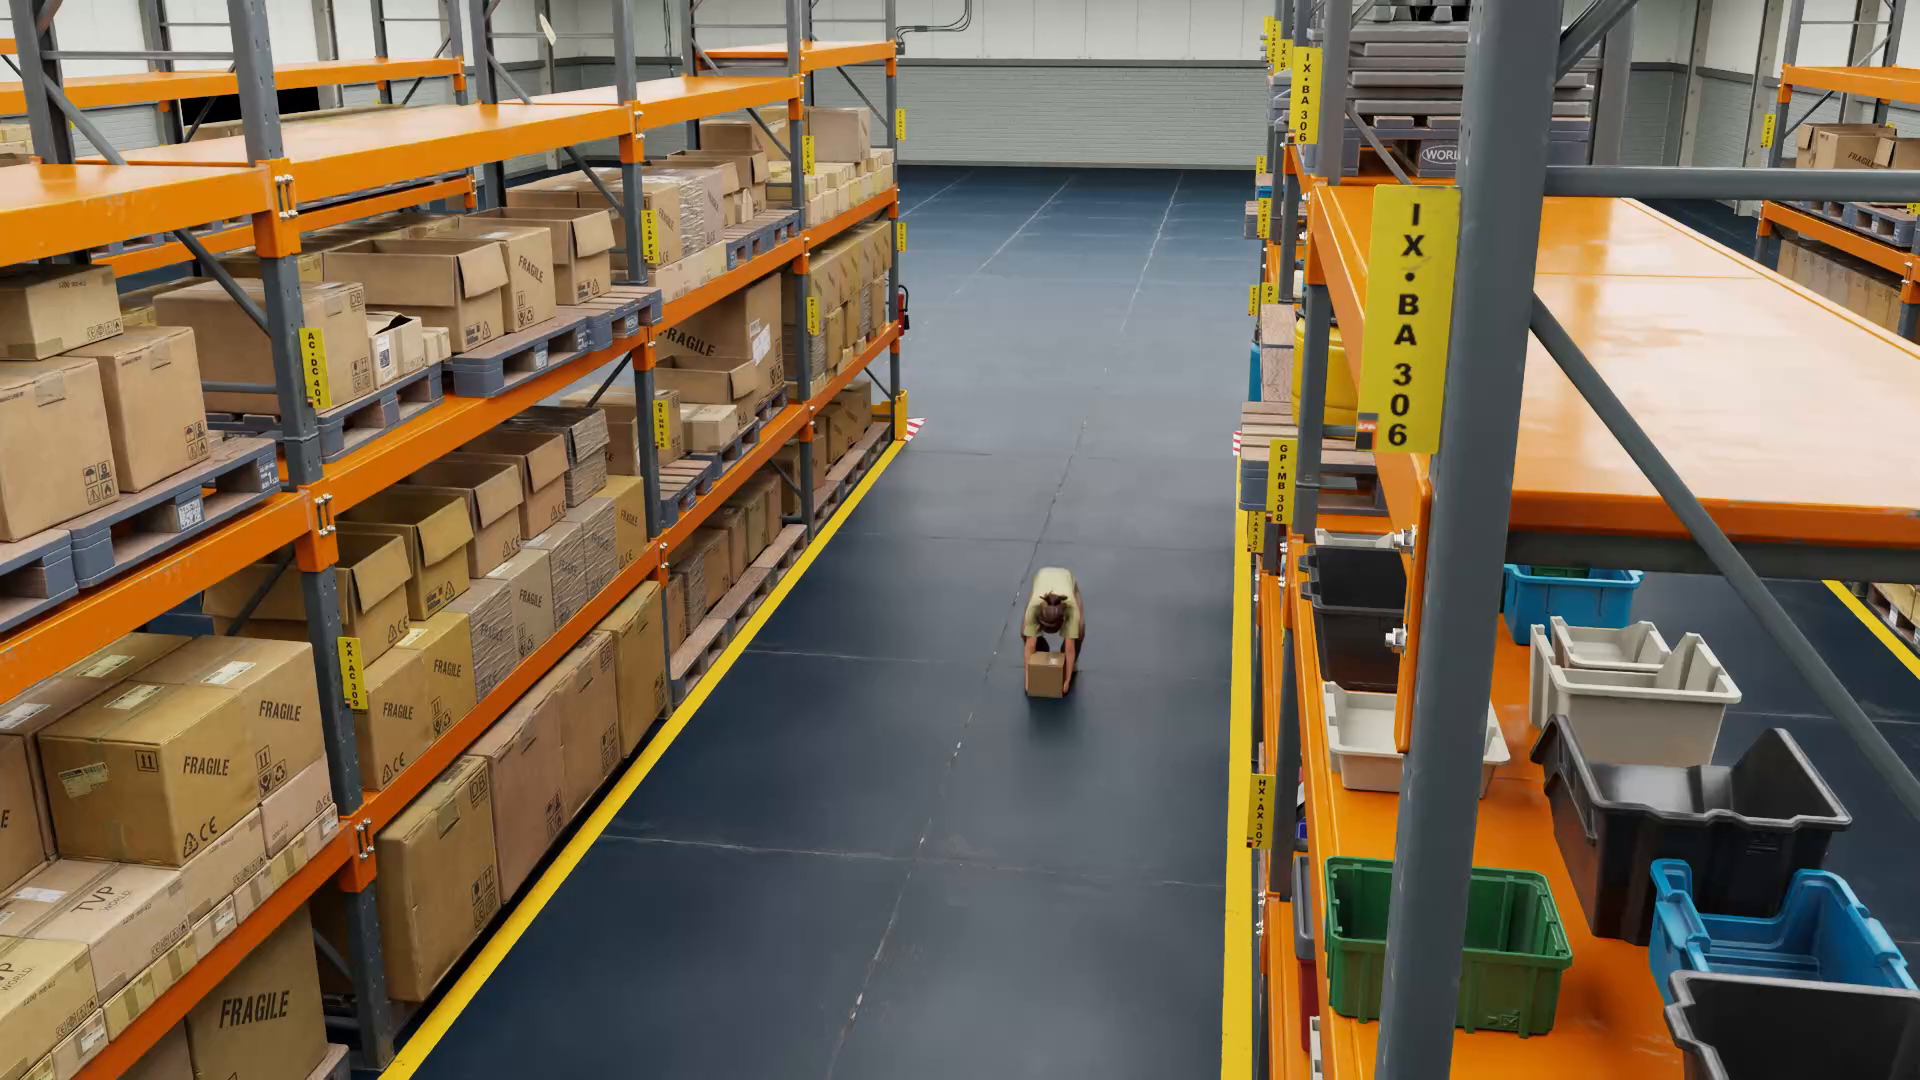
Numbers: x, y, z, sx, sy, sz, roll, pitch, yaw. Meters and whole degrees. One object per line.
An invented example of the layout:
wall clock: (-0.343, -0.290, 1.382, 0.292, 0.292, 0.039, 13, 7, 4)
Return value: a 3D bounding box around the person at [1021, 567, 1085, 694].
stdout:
person: (0.680, 0.638, 12.111, 0.466, 0.766, 0.866, 2, 18, 7)
